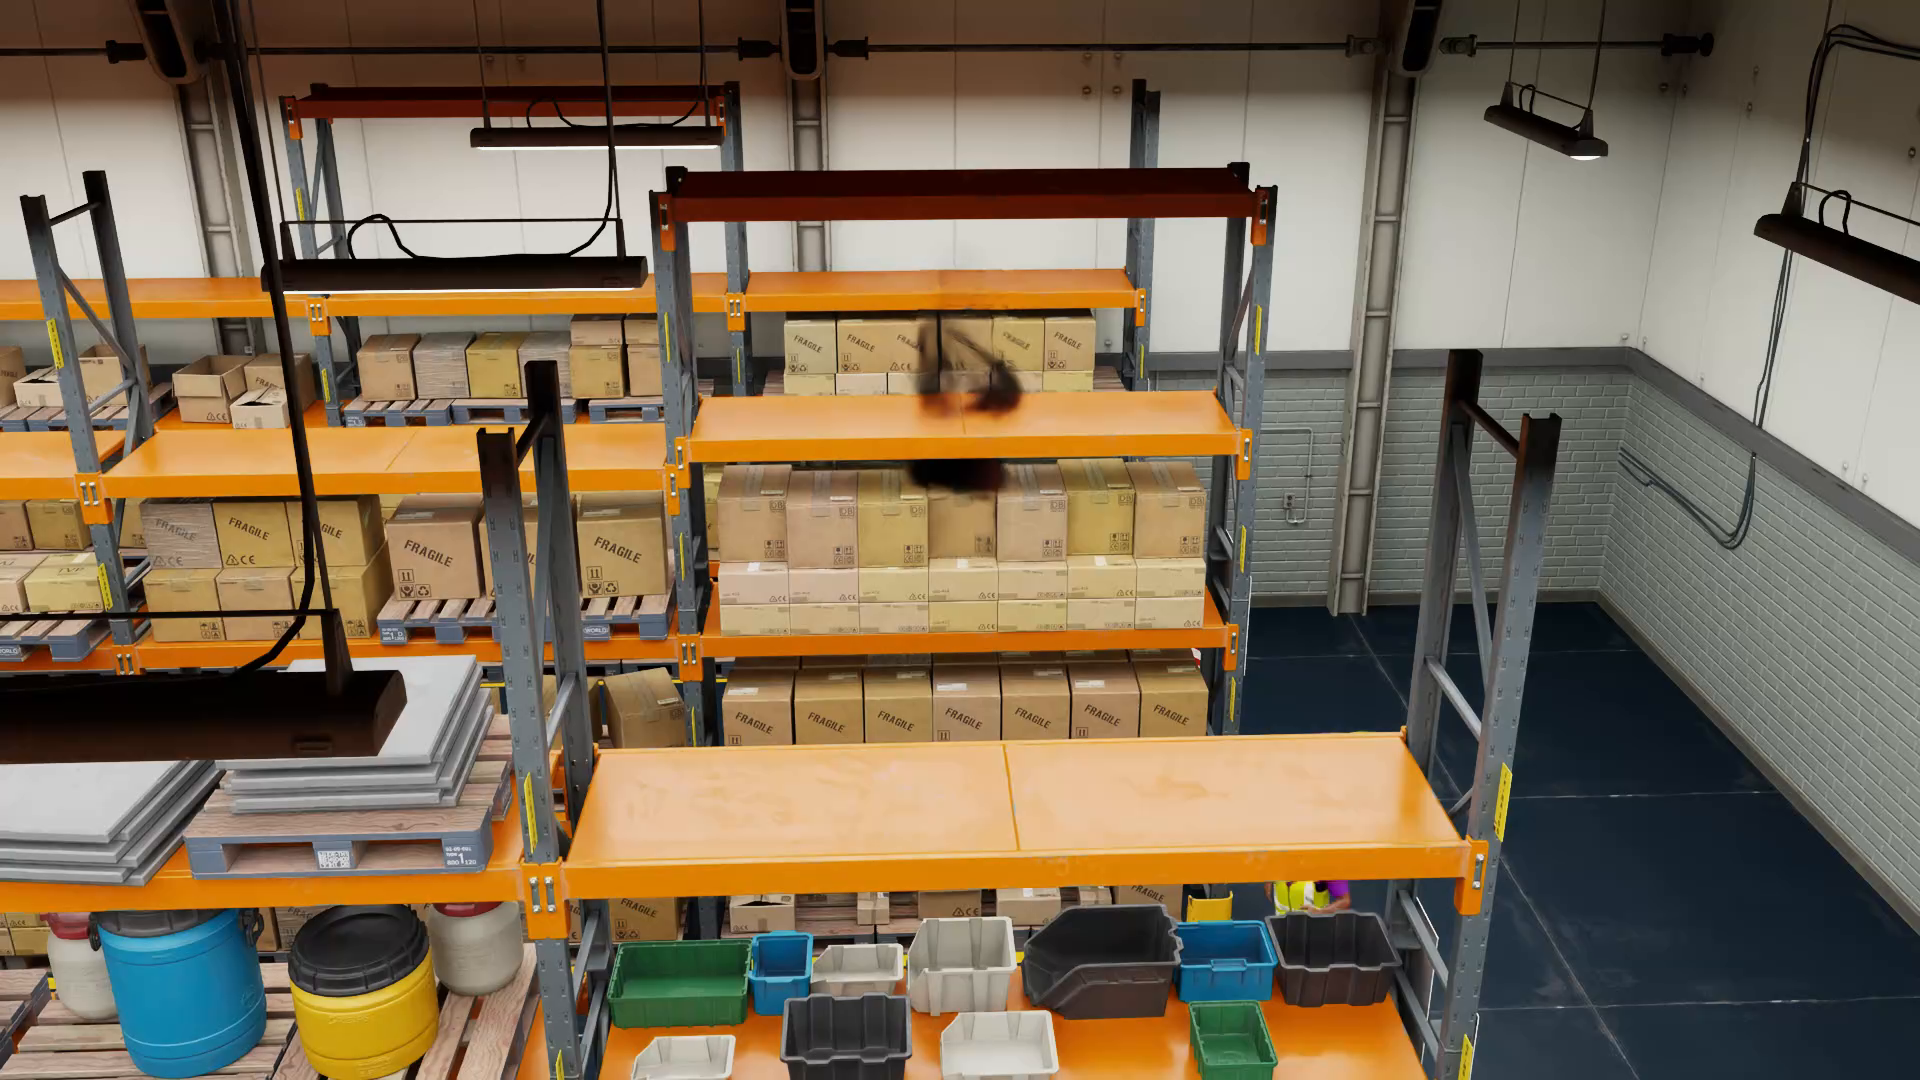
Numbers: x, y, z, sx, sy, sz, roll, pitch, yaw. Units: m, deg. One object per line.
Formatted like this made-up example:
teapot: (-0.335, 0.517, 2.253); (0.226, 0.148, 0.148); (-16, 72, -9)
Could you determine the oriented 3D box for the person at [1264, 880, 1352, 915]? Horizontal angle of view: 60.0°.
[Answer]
person: (2.433, 2.757, 12.058); (0.829, 1.759, 0.651); (18, 28, 37)
